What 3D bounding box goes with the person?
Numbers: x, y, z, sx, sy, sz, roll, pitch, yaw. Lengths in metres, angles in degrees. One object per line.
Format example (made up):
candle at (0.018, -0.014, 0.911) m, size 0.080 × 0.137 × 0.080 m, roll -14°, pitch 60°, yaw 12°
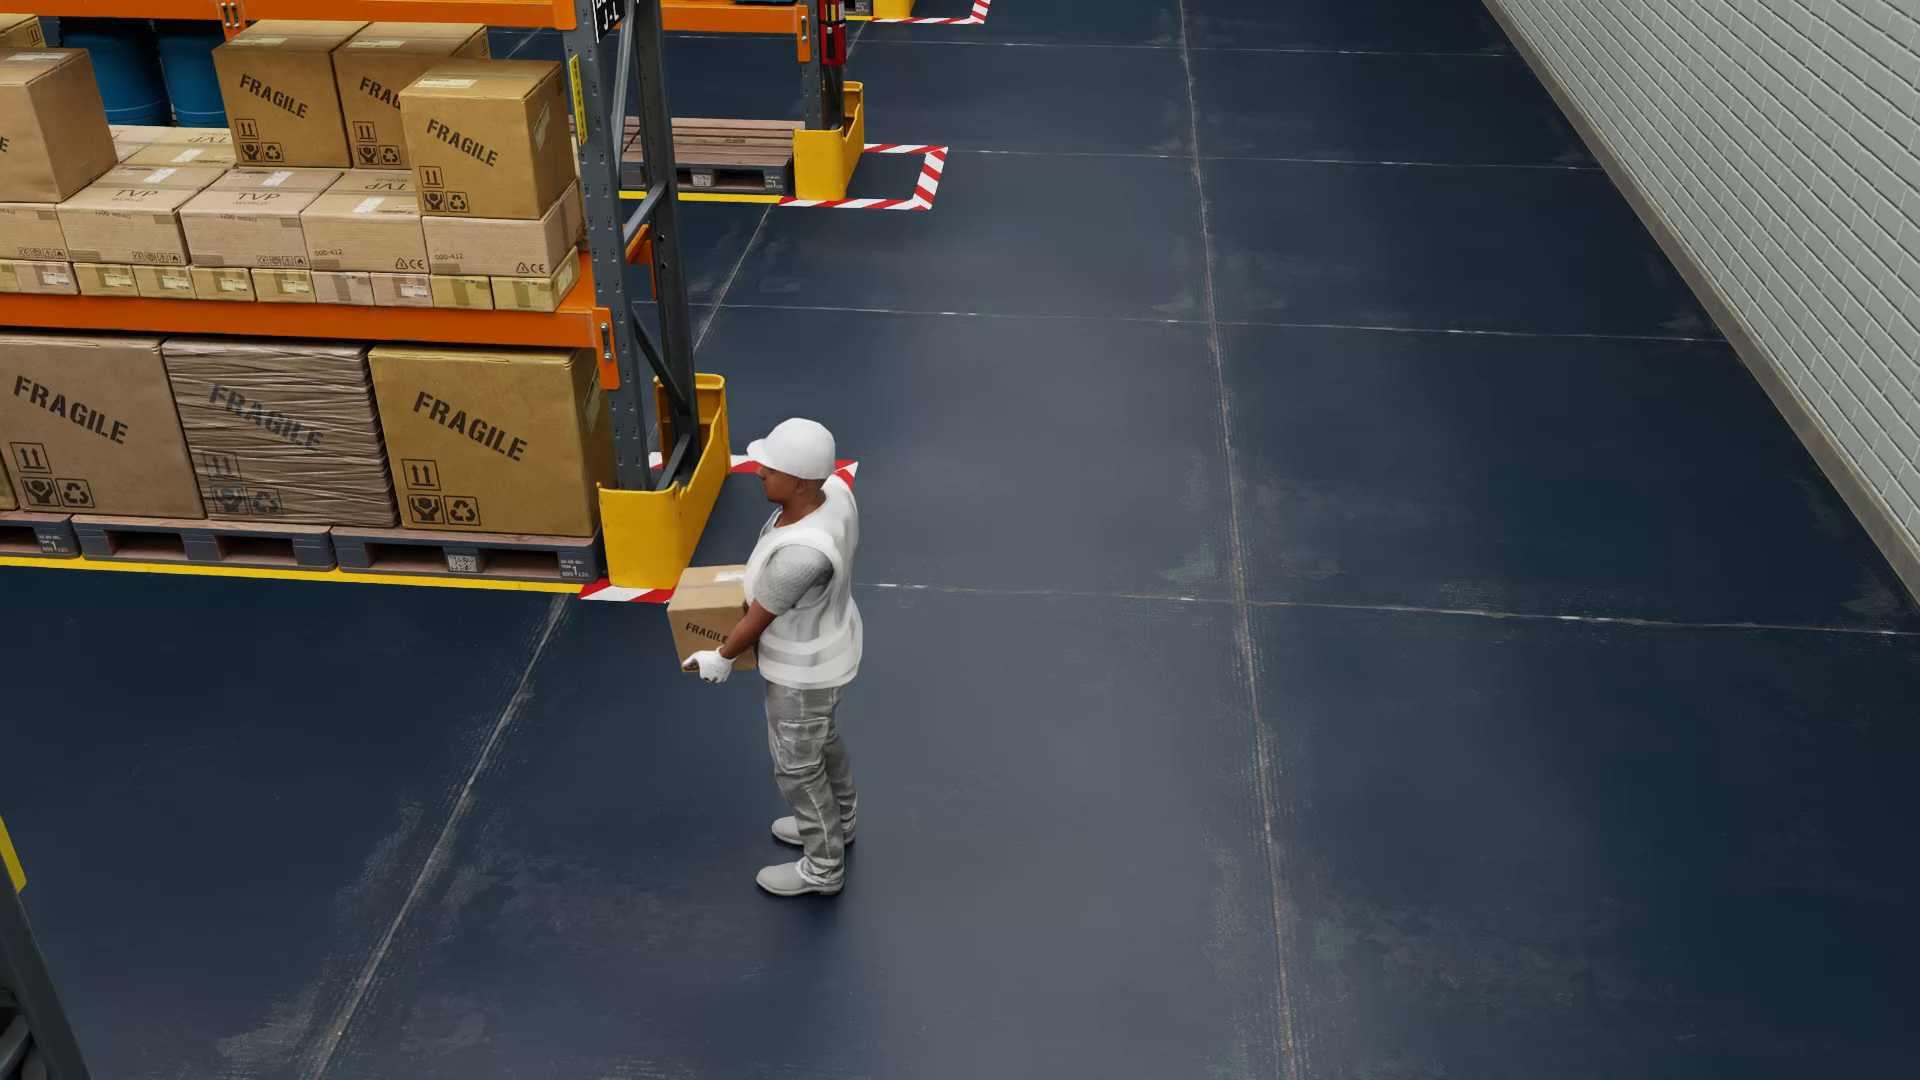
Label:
person at (-0.605, 0.391, 5.483) m, size 0.566 × 1.782 × 0.458 m, roll 2°, pitch 32°, yaw 4°
